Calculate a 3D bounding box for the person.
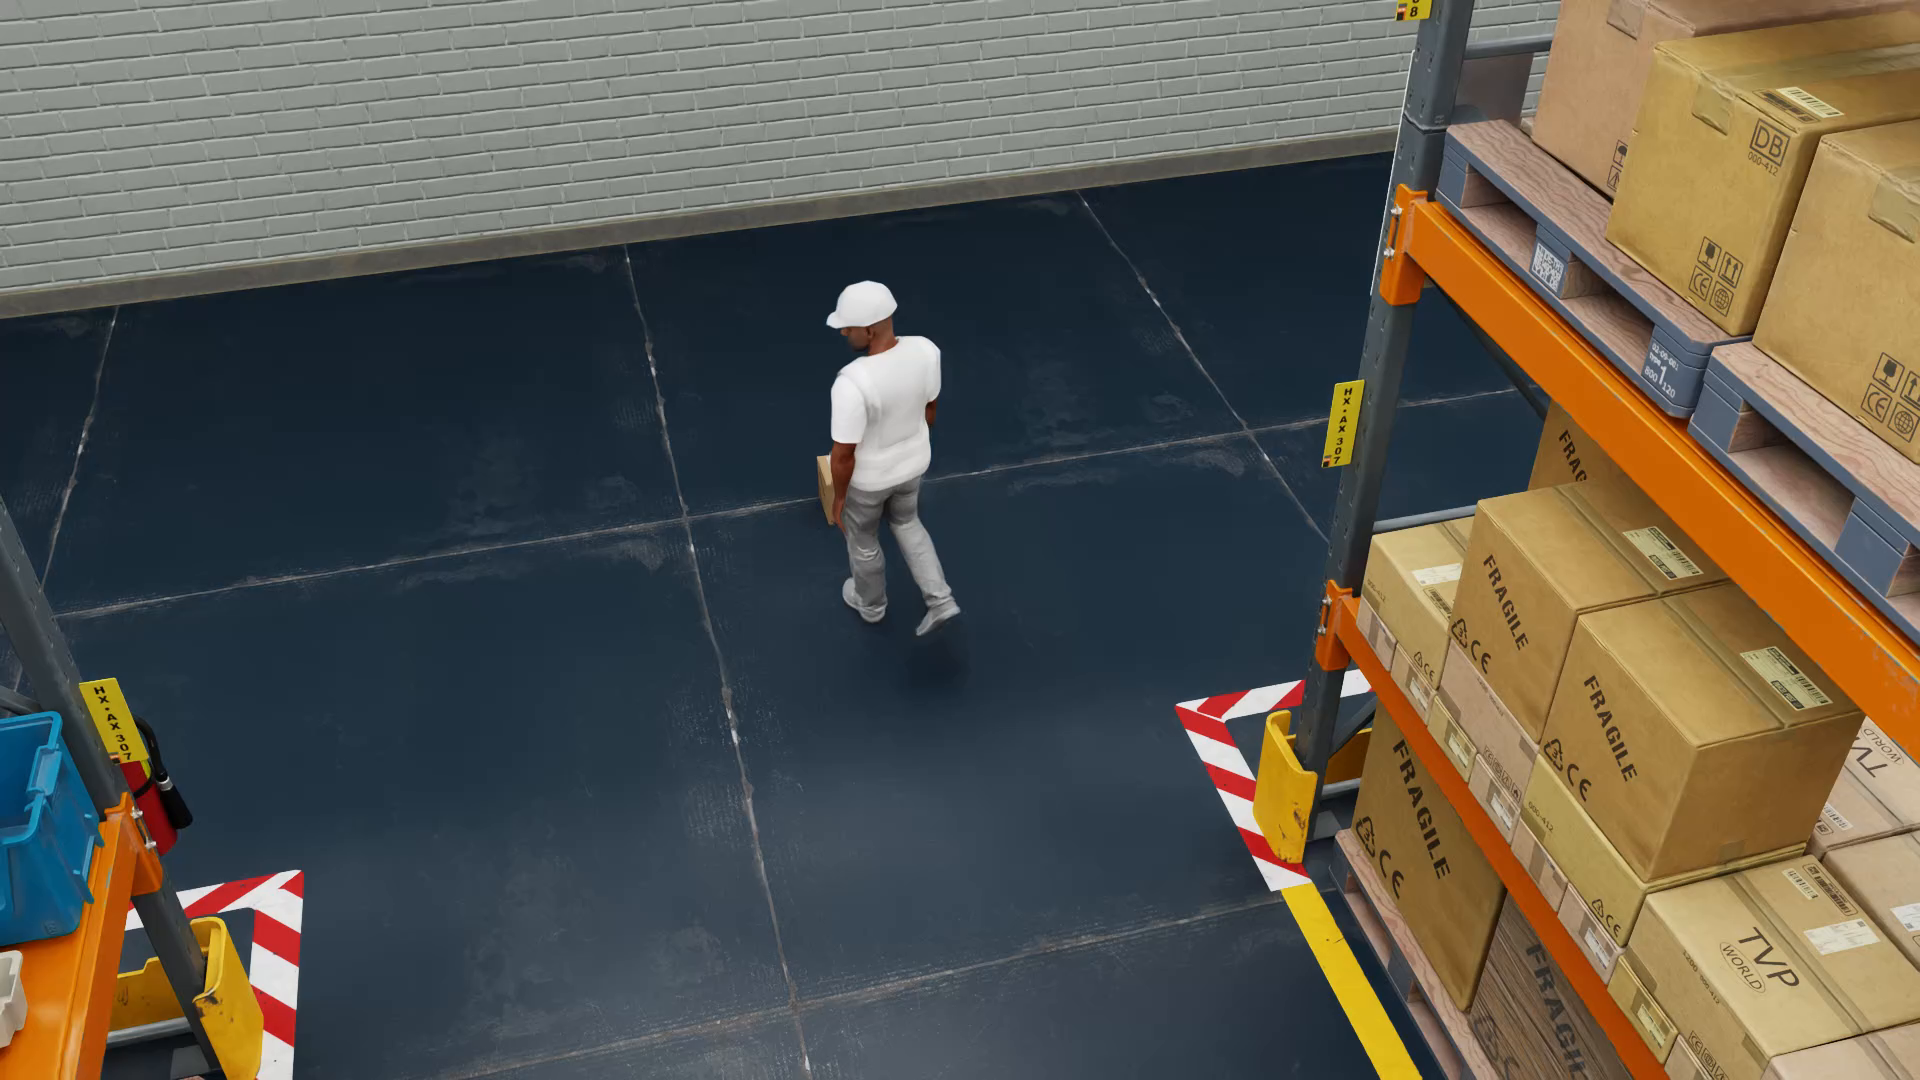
[{"bbox_3d":[-0.316,-0.296,7.055,0.582,1.761,0.727,-24,44,-27],"label":"person"}]
